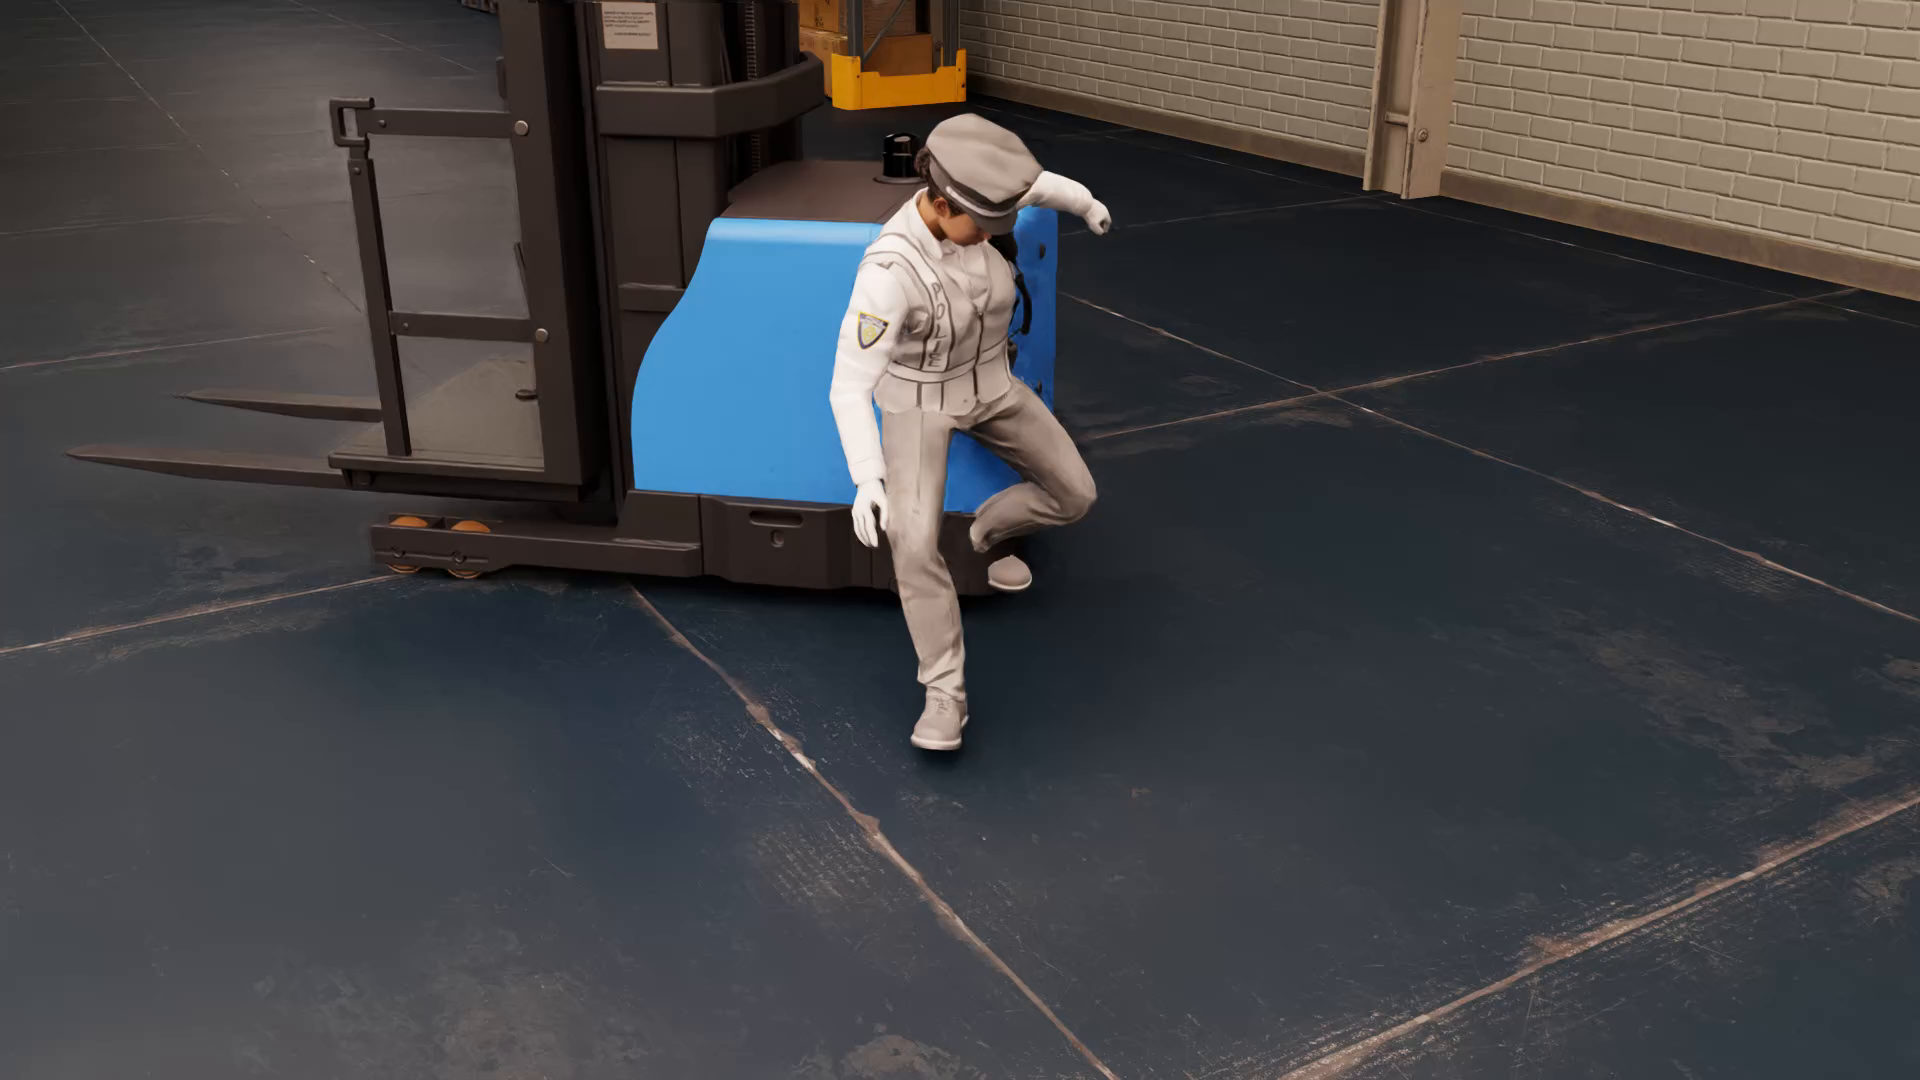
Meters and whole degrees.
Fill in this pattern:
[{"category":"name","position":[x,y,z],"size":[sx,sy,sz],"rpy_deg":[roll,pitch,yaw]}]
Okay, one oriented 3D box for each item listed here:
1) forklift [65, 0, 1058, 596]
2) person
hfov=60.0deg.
[{"category":"forklift","position":[-1.256,-1.434,4.768],"size":[3.031,2.935,1.130],"rpy_deg":[4,23,10]},{"category":"person","position":[0.074,-0.345,4.089],"size":[1.090,1.431,0.744],"rpy_deg":[-18,28,-36]}]
